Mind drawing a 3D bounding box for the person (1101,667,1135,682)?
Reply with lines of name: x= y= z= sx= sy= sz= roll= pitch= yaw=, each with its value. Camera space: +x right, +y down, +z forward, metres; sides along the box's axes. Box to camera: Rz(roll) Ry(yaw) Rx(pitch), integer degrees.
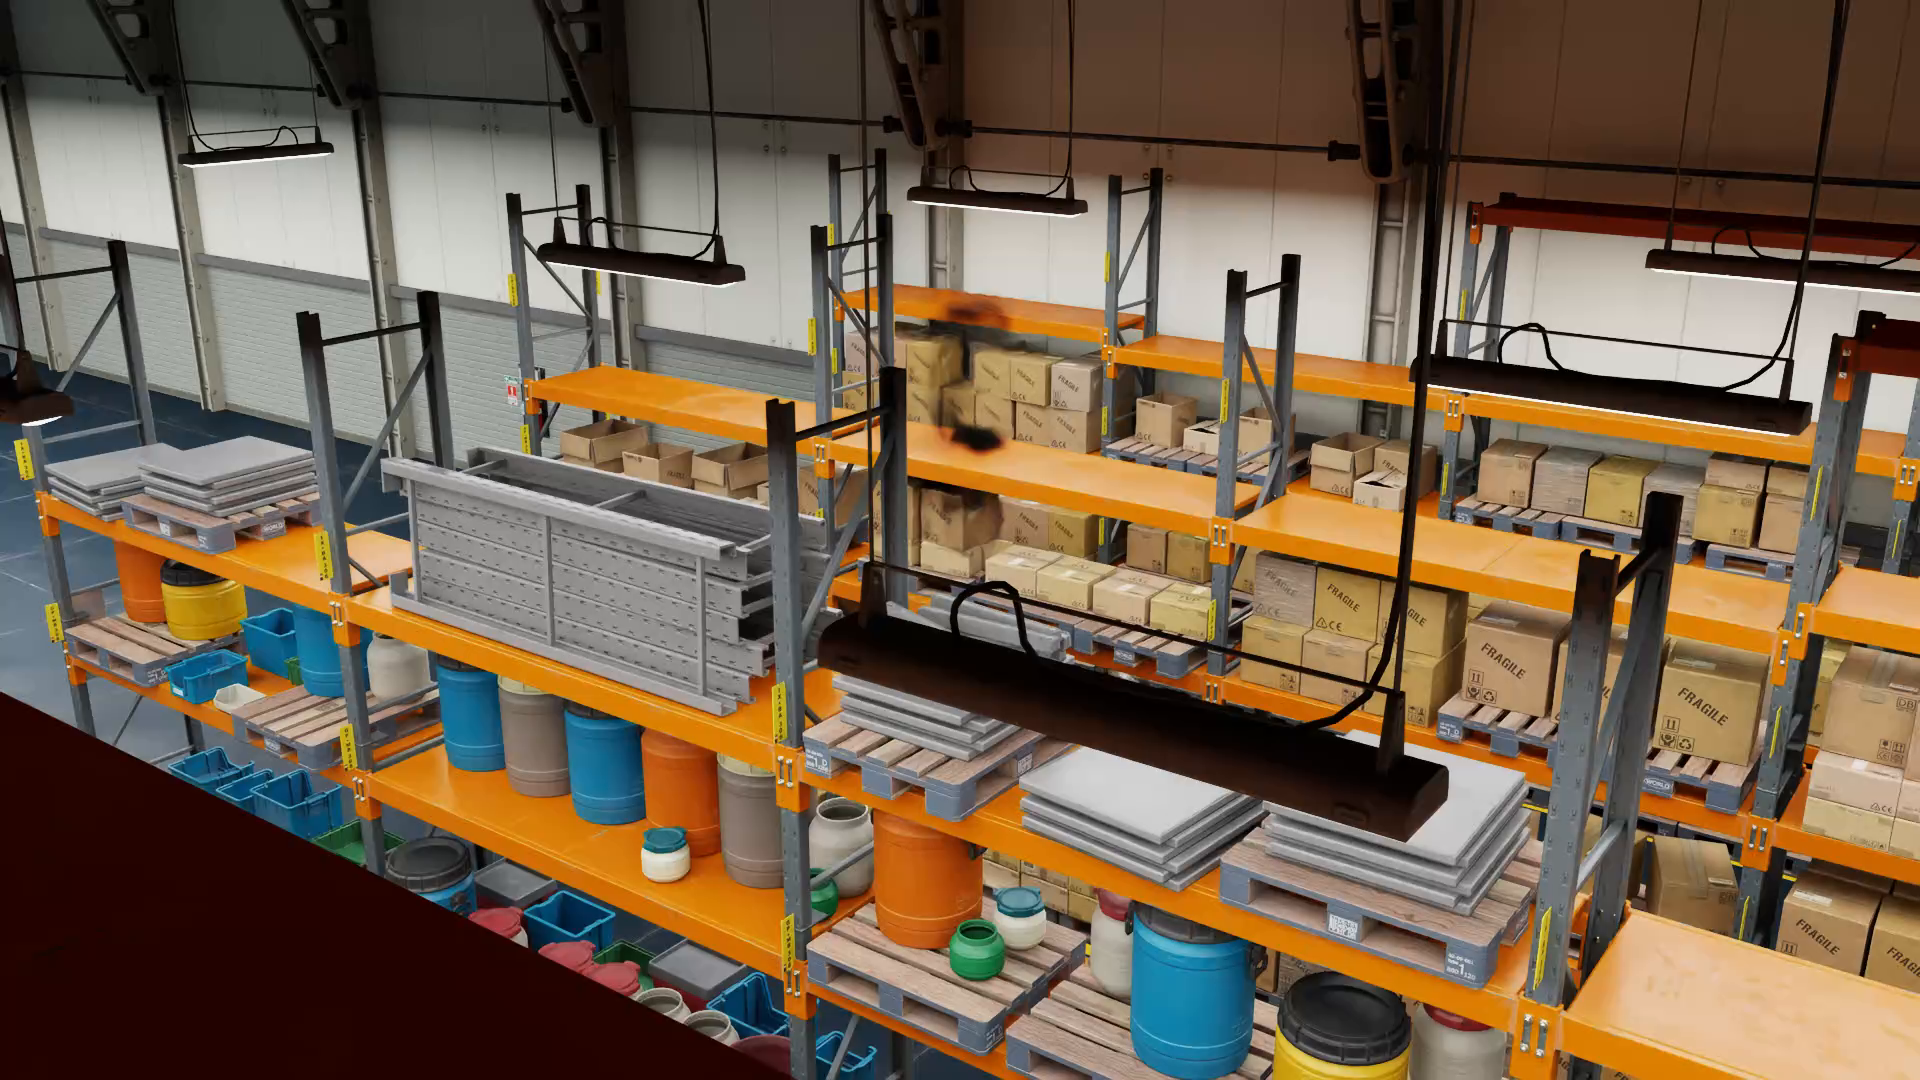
person: x=1.701 y=1.656 z=17.602 sx=0.531 sy=1.660 sz=0.616 roll=10 pitch=21 yaw=28
